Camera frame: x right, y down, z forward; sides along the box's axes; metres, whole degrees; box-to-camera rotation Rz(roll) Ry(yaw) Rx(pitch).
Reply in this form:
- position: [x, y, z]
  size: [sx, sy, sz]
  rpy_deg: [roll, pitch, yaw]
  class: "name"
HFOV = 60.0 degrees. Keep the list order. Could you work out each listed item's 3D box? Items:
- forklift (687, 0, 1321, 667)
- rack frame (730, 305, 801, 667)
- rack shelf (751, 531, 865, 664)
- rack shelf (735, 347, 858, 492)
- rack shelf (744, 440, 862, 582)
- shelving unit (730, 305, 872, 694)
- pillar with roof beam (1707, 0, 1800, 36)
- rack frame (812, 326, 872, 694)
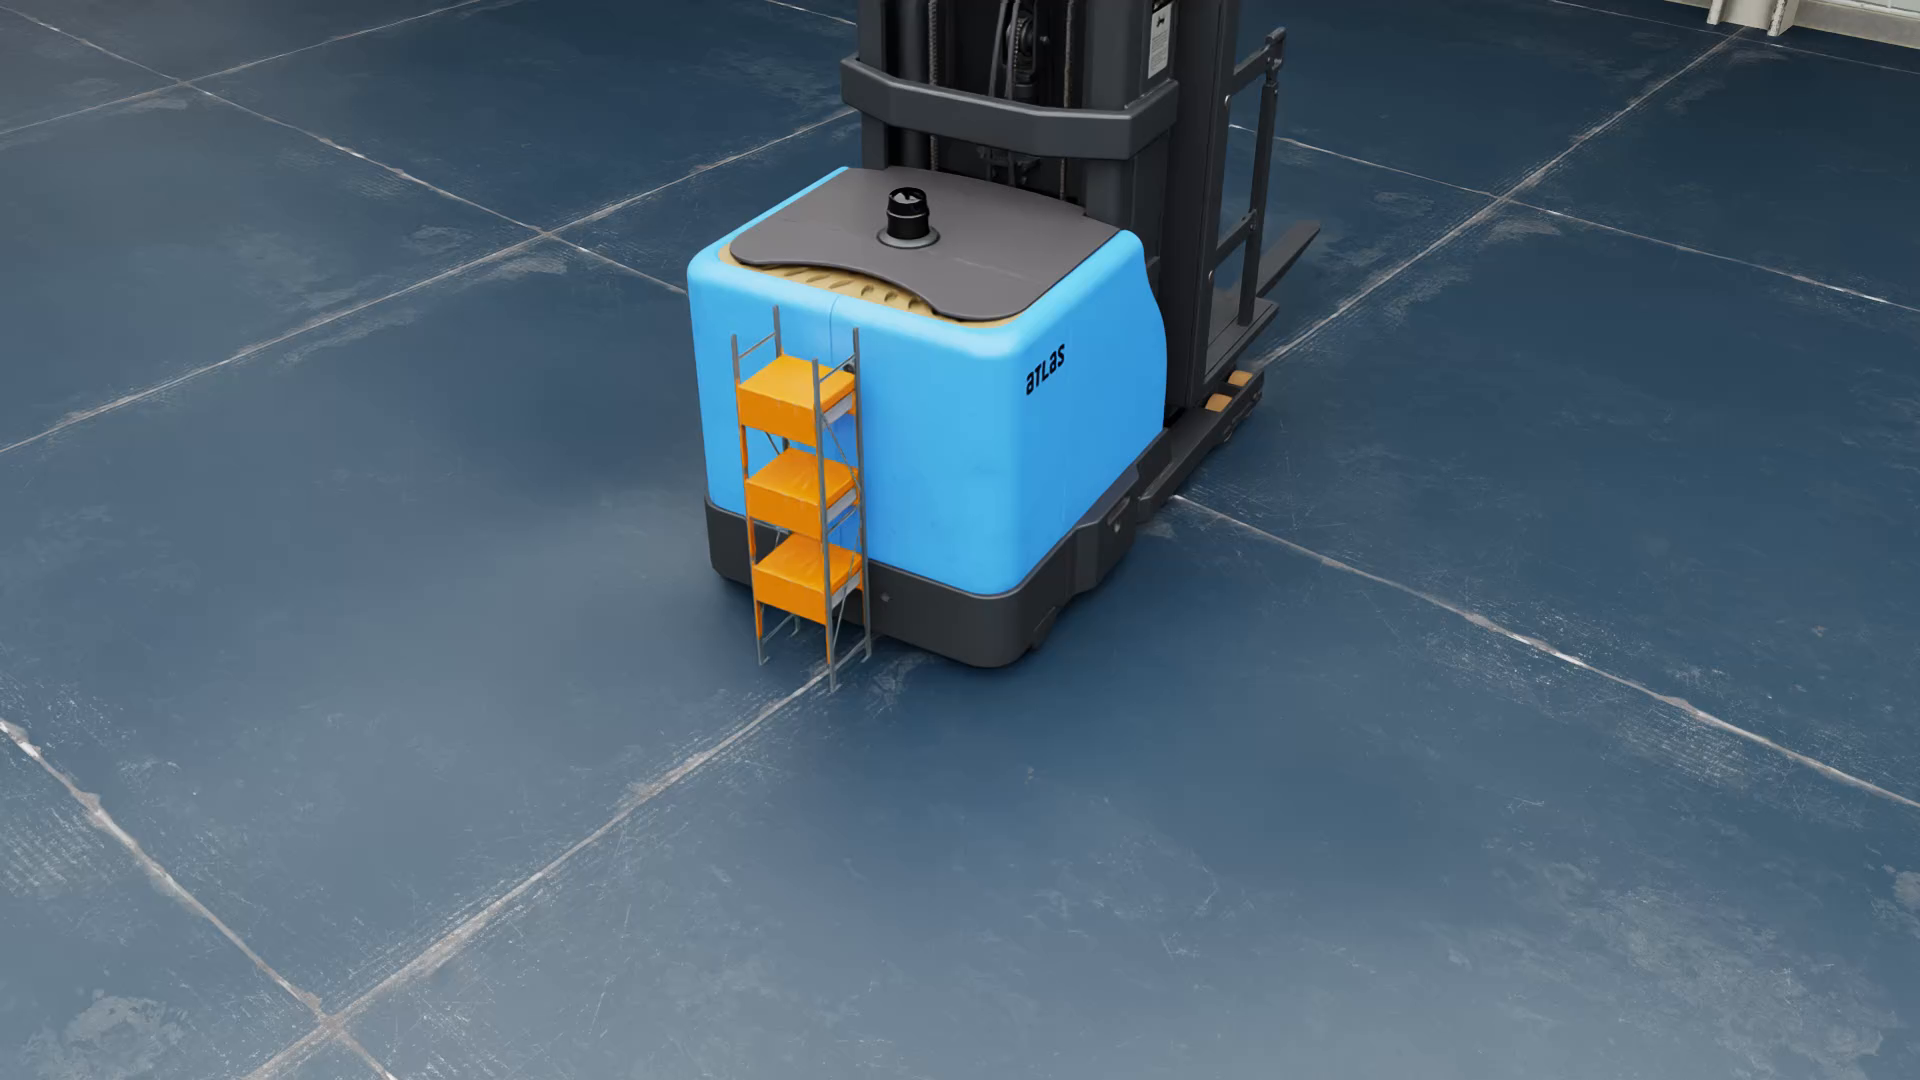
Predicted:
- position: [0.417, -1.664, 5.083]
  size: [1.130, 2.935, 3.031]
  rpy_deg: [18, 38, 24]
  class: "forklift"
- position: [-0.518, -0.123, 4.501]
  size: [0.008, 1.050, 0.200]
  rpy_deg: [18, 38, 24]
  class: "rack frame"
- position: [-0.412, 0.149, 4.615]
  size: [0.240, 0.259, 0.215]
  rpy_deg: [18, 38, 24]
  class: "rack shelf"
- position: [-0.413, -0.313, 4.296]
  size: [0.240, 0.259, 0.215]
  rpy_deg: [18, 38, 24]
  class: "rack shelf"
- position: [-0.412, -0.080, 4.457]
  size: [0.240, 0.259, 0.215]
  rpy_deg: [18, 38, 24]
  class: "rack shelf"
- position: [-0.412, -0.088, 4.451]
  size: [0.252, 1.050, 0.215]
  rpy_deg: [18, 38, 24]
  class: "shelving unit"
- position: [1.804, -4.818, 4.317]
  size: [0.400, 9.000, 9.100]
  rpy_deg: [25, 42, 32]
  class: "pillar with roof beam"
- position: [-0.307, -0.054, 4.401]
  size: [0.008, 1.050, 0.200]
  rpy_deg: [18, 38, 24]
  class: "rack frame"
